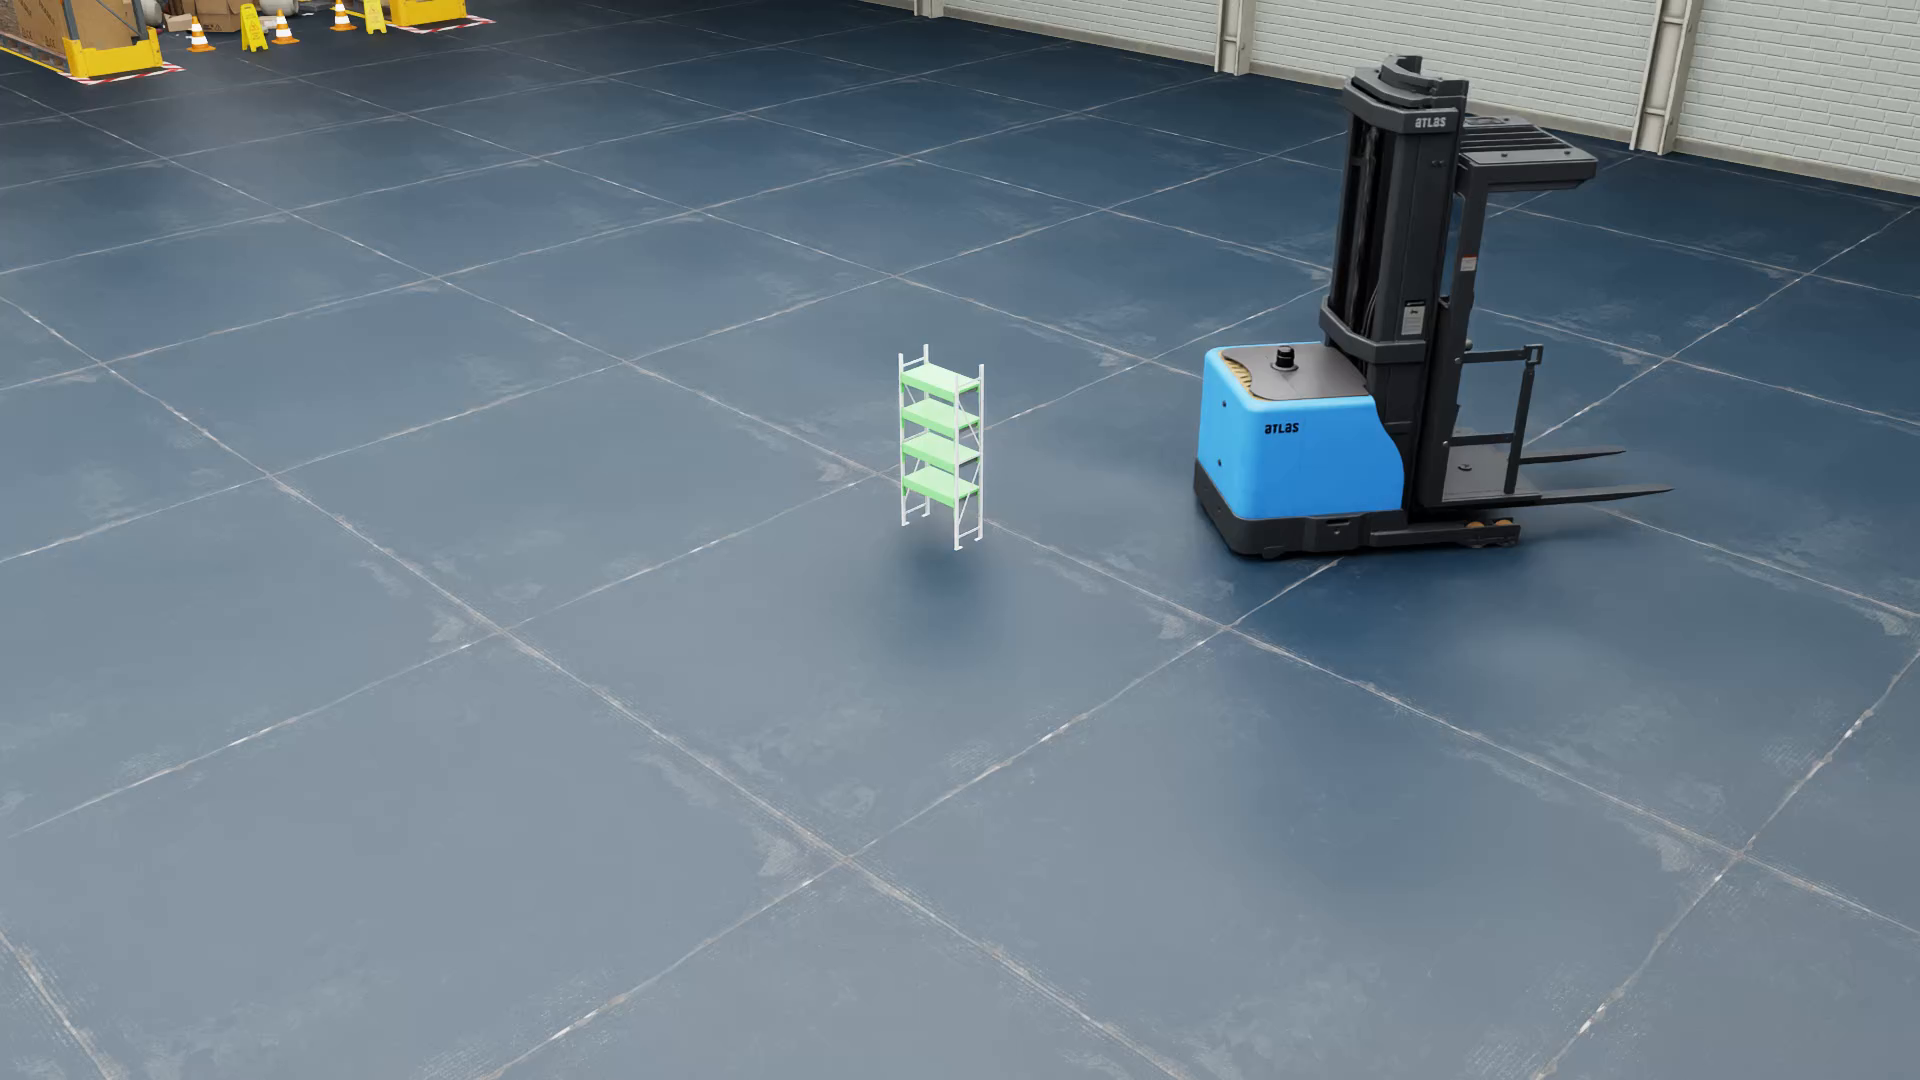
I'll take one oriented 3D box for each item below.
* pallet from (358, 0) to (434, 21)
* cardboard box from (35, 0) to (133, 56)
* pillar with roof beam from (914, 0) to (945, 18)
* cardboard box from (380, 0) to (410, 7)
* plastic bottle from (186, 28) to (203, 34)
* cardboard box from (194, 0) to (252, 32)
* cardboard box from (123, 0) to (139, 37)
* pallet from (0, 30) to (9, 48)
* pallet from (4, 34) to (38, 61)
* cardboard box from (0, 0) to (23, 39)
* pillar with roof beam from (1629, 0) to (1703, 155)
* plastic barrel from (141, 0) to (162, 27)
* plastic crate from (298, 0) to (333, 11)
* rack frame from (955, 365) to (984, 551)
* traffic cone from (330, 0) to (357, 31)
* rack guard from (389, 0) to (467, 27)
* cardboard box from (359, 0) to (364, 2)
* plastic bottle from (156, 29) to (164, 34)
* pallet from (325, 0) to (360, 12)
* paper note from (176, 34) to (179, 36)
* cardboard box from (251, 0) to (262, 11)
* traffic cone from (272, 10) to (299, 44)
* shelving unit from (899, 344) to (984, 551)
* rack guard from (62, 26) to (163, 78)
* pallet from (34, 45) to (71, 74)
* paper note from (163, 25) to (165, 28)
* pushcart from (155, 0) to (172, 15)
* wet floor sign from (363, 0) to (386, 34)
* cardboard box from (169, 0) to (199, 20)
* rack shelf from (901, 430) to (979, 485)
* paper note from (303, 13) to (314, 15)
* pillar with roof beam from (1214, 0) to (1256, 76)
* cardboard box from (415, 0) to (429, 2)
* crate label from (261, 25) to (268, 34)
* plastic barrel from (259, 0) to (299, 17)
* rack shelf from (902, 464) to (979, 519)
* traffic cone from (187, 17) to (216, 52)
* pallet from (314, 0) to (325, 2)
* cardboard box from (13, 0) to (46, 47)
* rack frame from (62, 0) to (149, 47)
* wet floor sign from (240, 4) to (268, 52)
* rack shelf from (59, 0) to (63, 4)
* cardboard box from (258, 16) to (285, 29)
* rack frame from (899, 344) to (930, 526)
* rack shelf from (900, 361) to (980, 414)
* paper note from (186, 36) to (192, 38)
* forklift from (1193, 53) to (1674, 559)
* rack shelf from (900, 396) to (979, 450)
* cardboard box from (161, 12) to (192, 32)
[{"bbox_3d":[-8.993,-8.647,26.961,1.213,0.211,1.003,25,36,38],"label":"pallet"},{"bbox_3d":[-12.313,-7.348,23.327,0.875,0.875,0.875,25,37,39],"label":"cardboard box"},{"bbox_3d":[-3.512,-11.023,22.037,0.400,9.000,9.100,25,36,38],"label":"pillar with roof beam"},{"bbox_3d":[-9.167,-8.730,26.627,0.500,0.250,0.500,24,36,38],"label":"cardboard box"},{"bbox_3d":[-11.786,-7.819,25.548,0.283,0.061,0.133,12,30,22],"label":"plastic bottle"},{"bbox_3d":[-11.412,-8.207,25.811,0.637,0.503,0.797,2,28,4],"label":"cardboard box"},{"bbox_3d":[-12.809,-7.937,25.299,0.500,0.500,0.500,-18,33,-31],"label":"cardboard box"},{"bbox_3d":[-14.148,-7.700,25.161,1.213,0.211,1.003,25,36,38],"label":"pallet"},{"bbox_3d":[-13.274,-7.302,24.404,1.213,0.211,1.003,25,36,38],"label":"pallet"},{"bbox_3d":[-13.590,-7.933,24.439,0.875,0.875,0.875,25,37,39],"label":"cardboard box"},{"bbox_3d":[5.045,-7.107,14.591,0.400,9.000,9.100,25,36,38],"label":"pillar with roof beam"},{"bbox_3d":[-12.751,-8.207,25.897,0.512,0.421,0.421,-3,28,-5],"label":"plastic barrel"},{"bbox_3d":[-10.692,-8.808,27.408,0.583,0.080,0.402,12,30,22],"label":"plastic crate"},{"bbox_3d":[0.056,-0.505,10.415,0.015,1.200,0.240,25,36,38],"label":"rack frame"},{"bbox_3d":[-9.596,-8.169,25.781,0.334,0.463,0.336,25,36,38],"label":"traffic cone"},{"bbox_3d":[-8.439,-8.498,26.367,0.348,0.500,1.175,25,36,38],"label":"rack guard"},{"bbox_3d":[-9.513,-8.894,26.938,0.500,0.250,0.500,25,37,39],"label":"cardboard box"},{"bbox_3d":[-12.354,-7.793,25.498,0.133,0.061,0.283,12,30,22],"label":"plastic bottle"},{"bbox_3d":[-9.859,-9.045,27.717,1.213,0.211,1.003,25,36,38],"label":"pallet"},{"bbox_3d":[-11.960,-7.719,25.412,0.032,0.001,0.123,-7,29,-14],"label":"paper note"},{"bbox_3d":[-11.427,-8.978,27.278,0.500,0.500,0.500,-3,28,-5],"label":"cardboard box"},{"bbox_3d":[-10.131,-7.689,24.869,0.334,0.463,0.336,25,36,38],"label":"traffic cone"},{"bbox_3d":[-0.118,-0.585,10.567,0.503,1.200,0.258,25,36,38],"label":"shelving unit"},{"bbox_3d":[-11.766,-6.789,23.118,0.348,0.500,1.175,25,36,38],"label":"rack guard"},{"bbox_3d":[-12.408,-6.904,23.647,1.213,0.211,1.003,25,36,38],"label":"pallet"},{"bbox_3d":[-12.384,-8.055,26.038,0.172,0.023,0.155,-13,30,-22],"label":"paper note"},{"bbox_3d":[-12.800,-8.951,27.360,0.936,0.377,1.648,12,30,22],"label":"pushcart"},{"bbox_3d":[-8.999,-8.120,25.493,0.267,0.644,0.232,-13,30,-22],"label":"wet floor sign"},{"bbox_3d":[-12.085,-8.570,26.355,0.503,0.637,0.797,25,36,38],"label":"cardboard box"},{"bbox_3d":[-0.118,-0.529,10.597,0.480,0.148,0.258,25,36,38],"label":"rack shelf"},{"bbox_3d":[-10.543,-8.512,26.898,0.148,0.019,0.142,12,30,22],"label":"paper note"},{"bbox_3d":[0.767,-9.065,18.314,0.400,9.000,9.100,25,36,38],"label":"pillar with roof beam"},{"bbox_3d":[-8.766,-8.903,26.955,0.500,0.250,0.500,24,36,38],"label":"cardboard box"},{"bbox_3d":[-10.735,-7.781,25.394,0.298,0.136,0.250,7,29,13],"label":"crate label"},{"bbox_3d":[-10.919,-8.610,26.664,0.512,0.421,0.421,-3,28,-5],"label":"plastic barrel"},{"bbox_3d":[-0.118,-0.316,10.708,0.480,0.148,0.258,25,36,38],"label":"rack shelf"},{"bbox_3d":[-11.166,-7.425,24.367,0.334,0.463,0.336,25,36,38],"label":"traffic cone"},{"bbox_3d":[-10.733,-9.443,28.475,1.213,0.211,1.003,25,36,38],"label":"pallet"},{"bbox_3d":[-12.942,-7.635,23.872,0.875,0.875,0.875,24,36,38],"label":"cardboard box"},{"bbox_3d":[-11.783,-7.903,22.551,0.127,3.000,1.000,25,36,38],"label":"rack frame"},{"bbox_3d":[-10.374,-7.509,24.331,0.232,0.644,0.267,18,33,30],"label":"wet floor sign"},{"bbox_3d":[-13.209,-8.238,23.960,4.000,0.370,1.077,25,36,38],"label":"rack shelf"},{"bbox_3d":[-10.735,-8.074,25.939,0.380,0.149,0.250,-7,29,-14],"label":"cardboard box"},{"bbox_3d":[-0.292,-0.665,10.718,0.015,1.200,0.240,25,36,38],"label":"rack frame"},{"bbox_3d":[-0.118,-0.953,10.373,0.480,0.148,0.258,25,36,38],"label":"rack shelf"},{"bbox_3d":[-11.681,-7.650,25.261,0.144,0.017,0.142,-13,30,-22],"label":"paper note"},{"bbox_3d":[3.138,-1.484,10.415,3.031,2.935,1.130,-4,28,-8],"label":"forklift"},{"bbox_3d":[-0.118,-0.741,10.485,0.480,0.148,0.258,25,36,38],"label":"rack shelf"},{"bbox_3d":[-12.118,-8.049,25.765,0.396,0.266,0.258,-18,33,-31],"label":"cardboard box"}]
